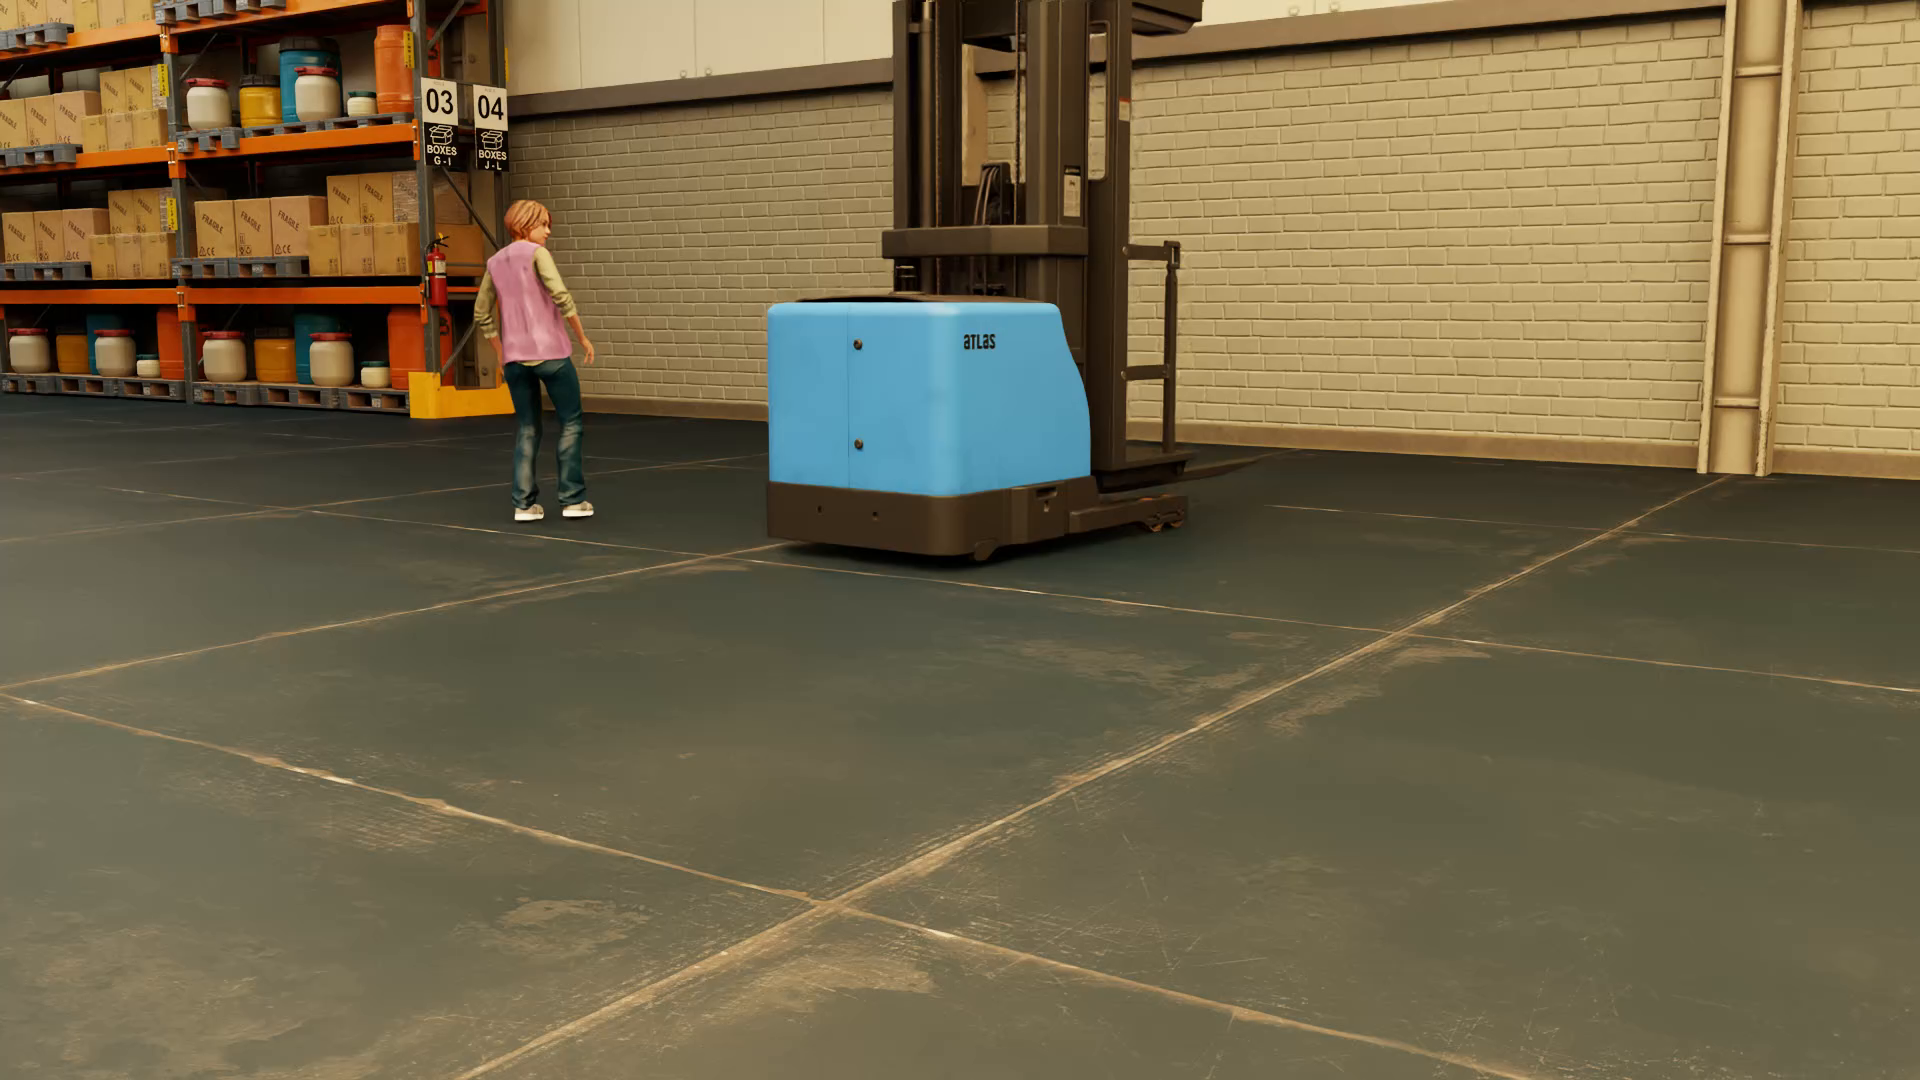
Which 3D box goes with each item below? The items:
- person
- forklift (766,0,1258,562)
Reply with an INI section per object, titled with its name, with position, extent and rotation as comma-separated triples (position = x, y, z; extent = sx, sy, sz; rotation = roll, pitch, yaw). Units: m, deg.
[person]
position = -2.097, -0.885, 8.261
extent = 0.617, 1.576, 0.451
rotation = 3, 9, 18
[forklift]
position = 0.448, -1.525, 7.915
extent = 1.130, 2.935, 3.031
rotation = 6, 10, 37
